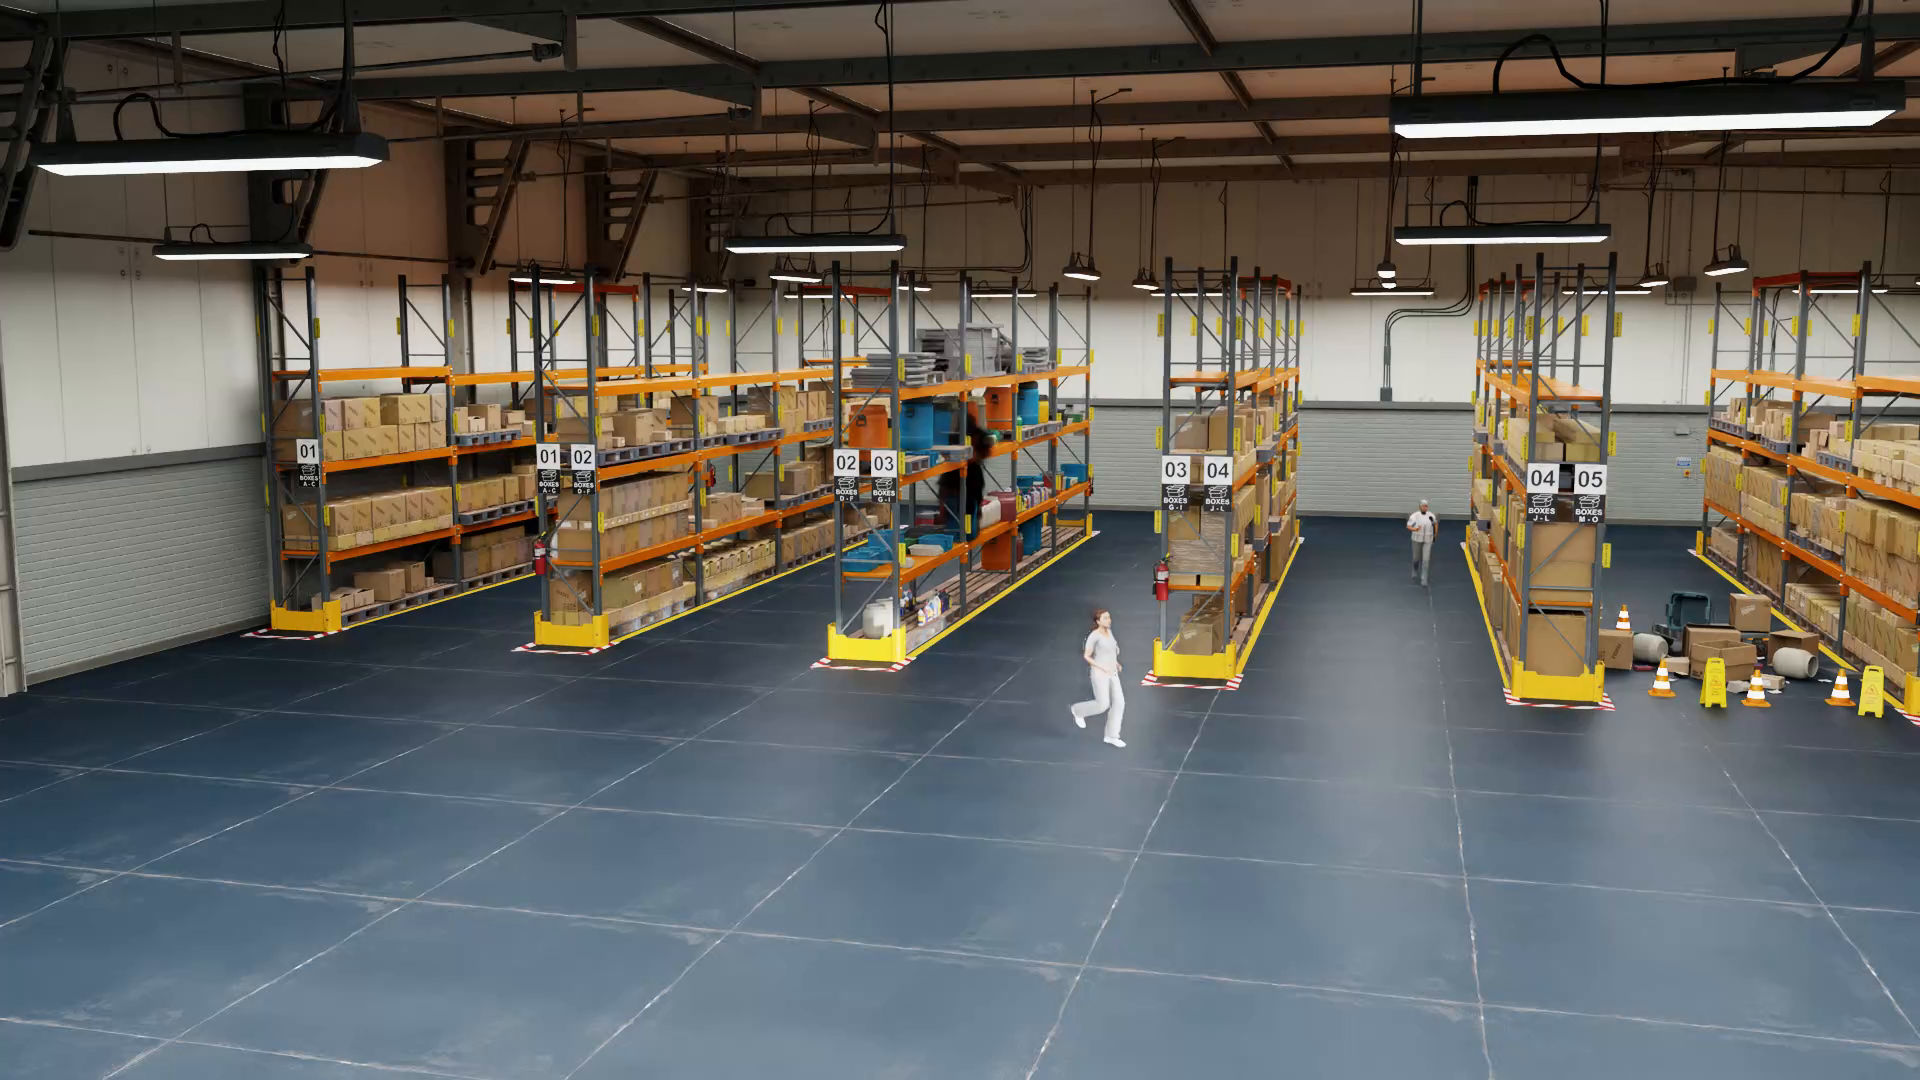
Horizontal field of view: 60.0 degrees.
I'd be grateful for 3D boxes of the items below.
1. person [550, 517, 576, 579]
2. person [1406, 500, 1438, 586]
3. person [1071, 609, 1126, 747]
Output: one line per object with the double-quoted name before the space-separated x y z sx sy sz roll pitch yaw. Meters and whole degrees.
"person" -6.994 0.421 29.435 0.656 1.746 0.627 2 7 12
"person" 9.079 0.029 32.670 0.628 1.653 0.874 1 7 9
"person" 1.715 1.647 20.214 0.809 1.652 0.576 7 10 44
